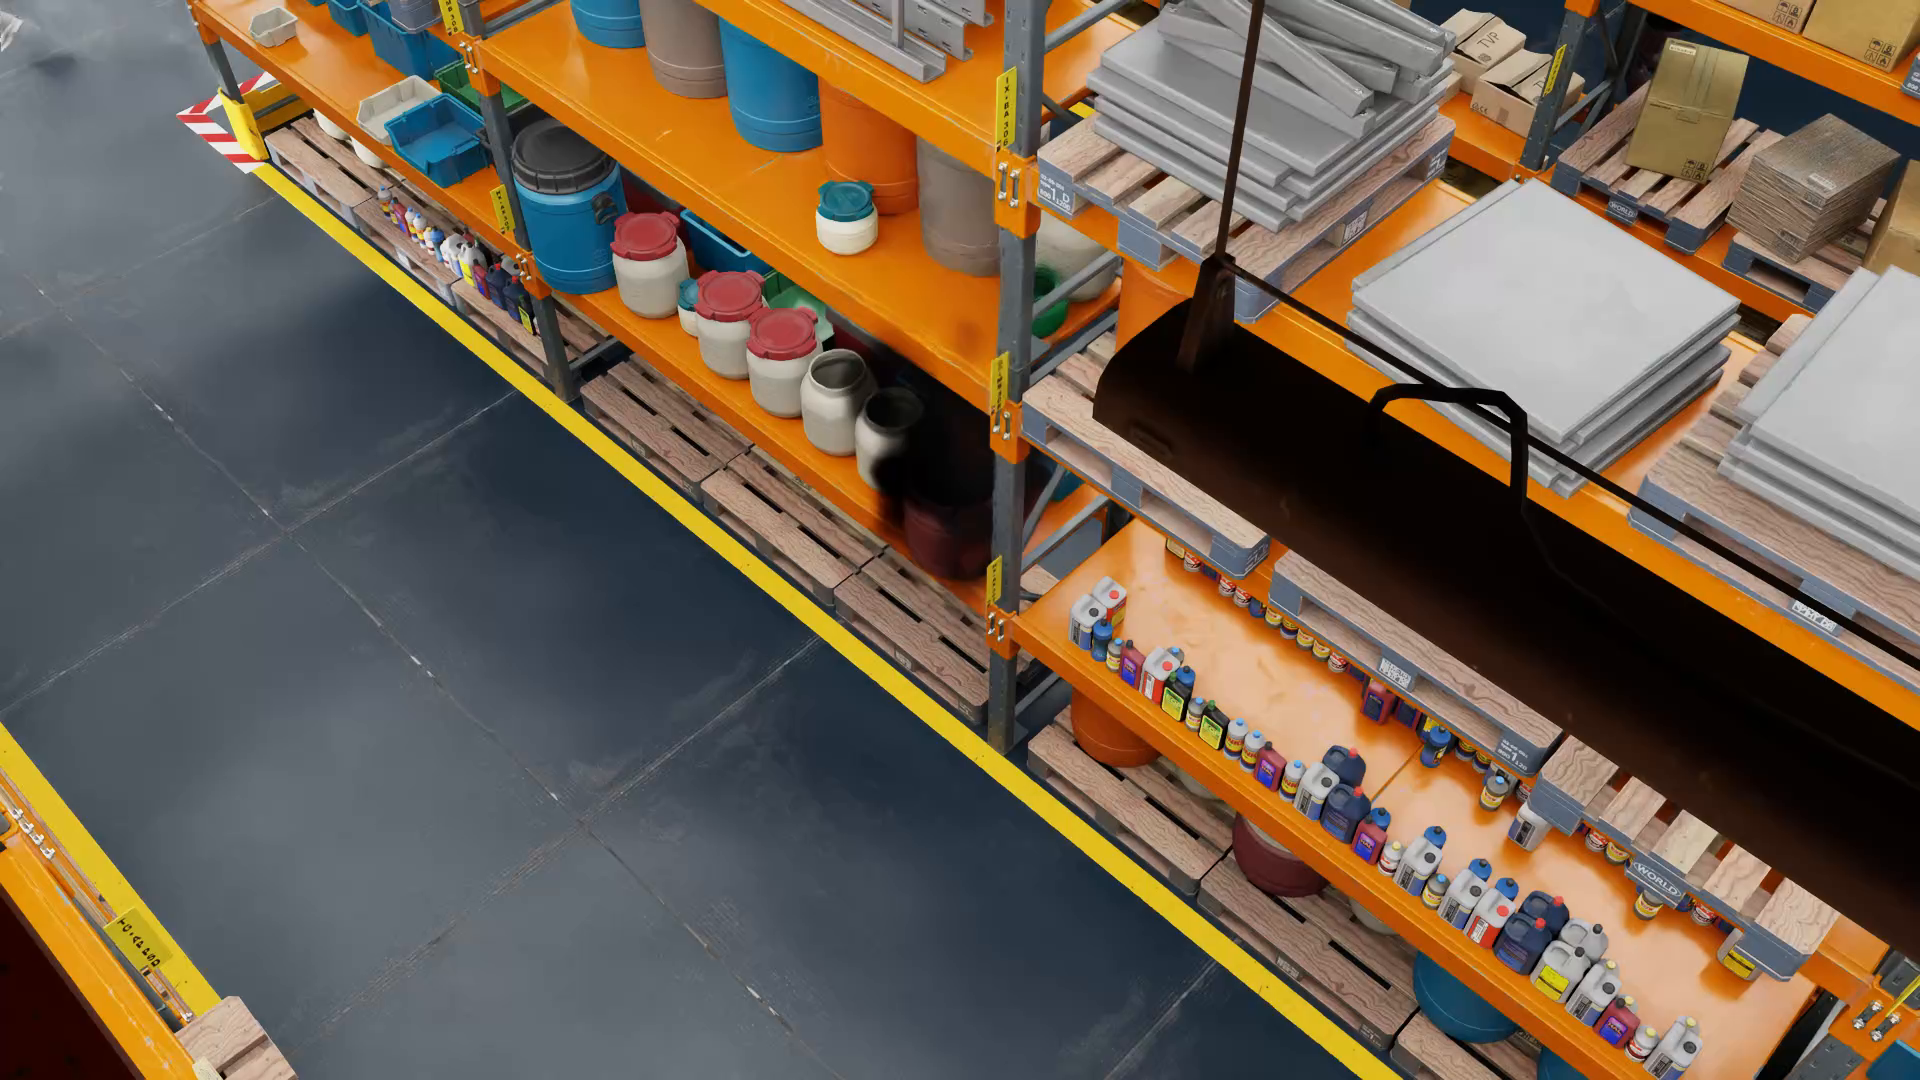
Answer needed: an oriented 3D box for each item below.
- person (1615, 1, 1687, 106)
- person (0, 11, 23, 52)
[{"bbox_3d":[5.339,-3.931,12.596,0.627,1.696,0.656,29,56,22],"label":"person"},{"bbox_3d":[-8.109,-4.402,12.916,1.061,1.801,0.720,-8,50,-6],"label":"person"}]
